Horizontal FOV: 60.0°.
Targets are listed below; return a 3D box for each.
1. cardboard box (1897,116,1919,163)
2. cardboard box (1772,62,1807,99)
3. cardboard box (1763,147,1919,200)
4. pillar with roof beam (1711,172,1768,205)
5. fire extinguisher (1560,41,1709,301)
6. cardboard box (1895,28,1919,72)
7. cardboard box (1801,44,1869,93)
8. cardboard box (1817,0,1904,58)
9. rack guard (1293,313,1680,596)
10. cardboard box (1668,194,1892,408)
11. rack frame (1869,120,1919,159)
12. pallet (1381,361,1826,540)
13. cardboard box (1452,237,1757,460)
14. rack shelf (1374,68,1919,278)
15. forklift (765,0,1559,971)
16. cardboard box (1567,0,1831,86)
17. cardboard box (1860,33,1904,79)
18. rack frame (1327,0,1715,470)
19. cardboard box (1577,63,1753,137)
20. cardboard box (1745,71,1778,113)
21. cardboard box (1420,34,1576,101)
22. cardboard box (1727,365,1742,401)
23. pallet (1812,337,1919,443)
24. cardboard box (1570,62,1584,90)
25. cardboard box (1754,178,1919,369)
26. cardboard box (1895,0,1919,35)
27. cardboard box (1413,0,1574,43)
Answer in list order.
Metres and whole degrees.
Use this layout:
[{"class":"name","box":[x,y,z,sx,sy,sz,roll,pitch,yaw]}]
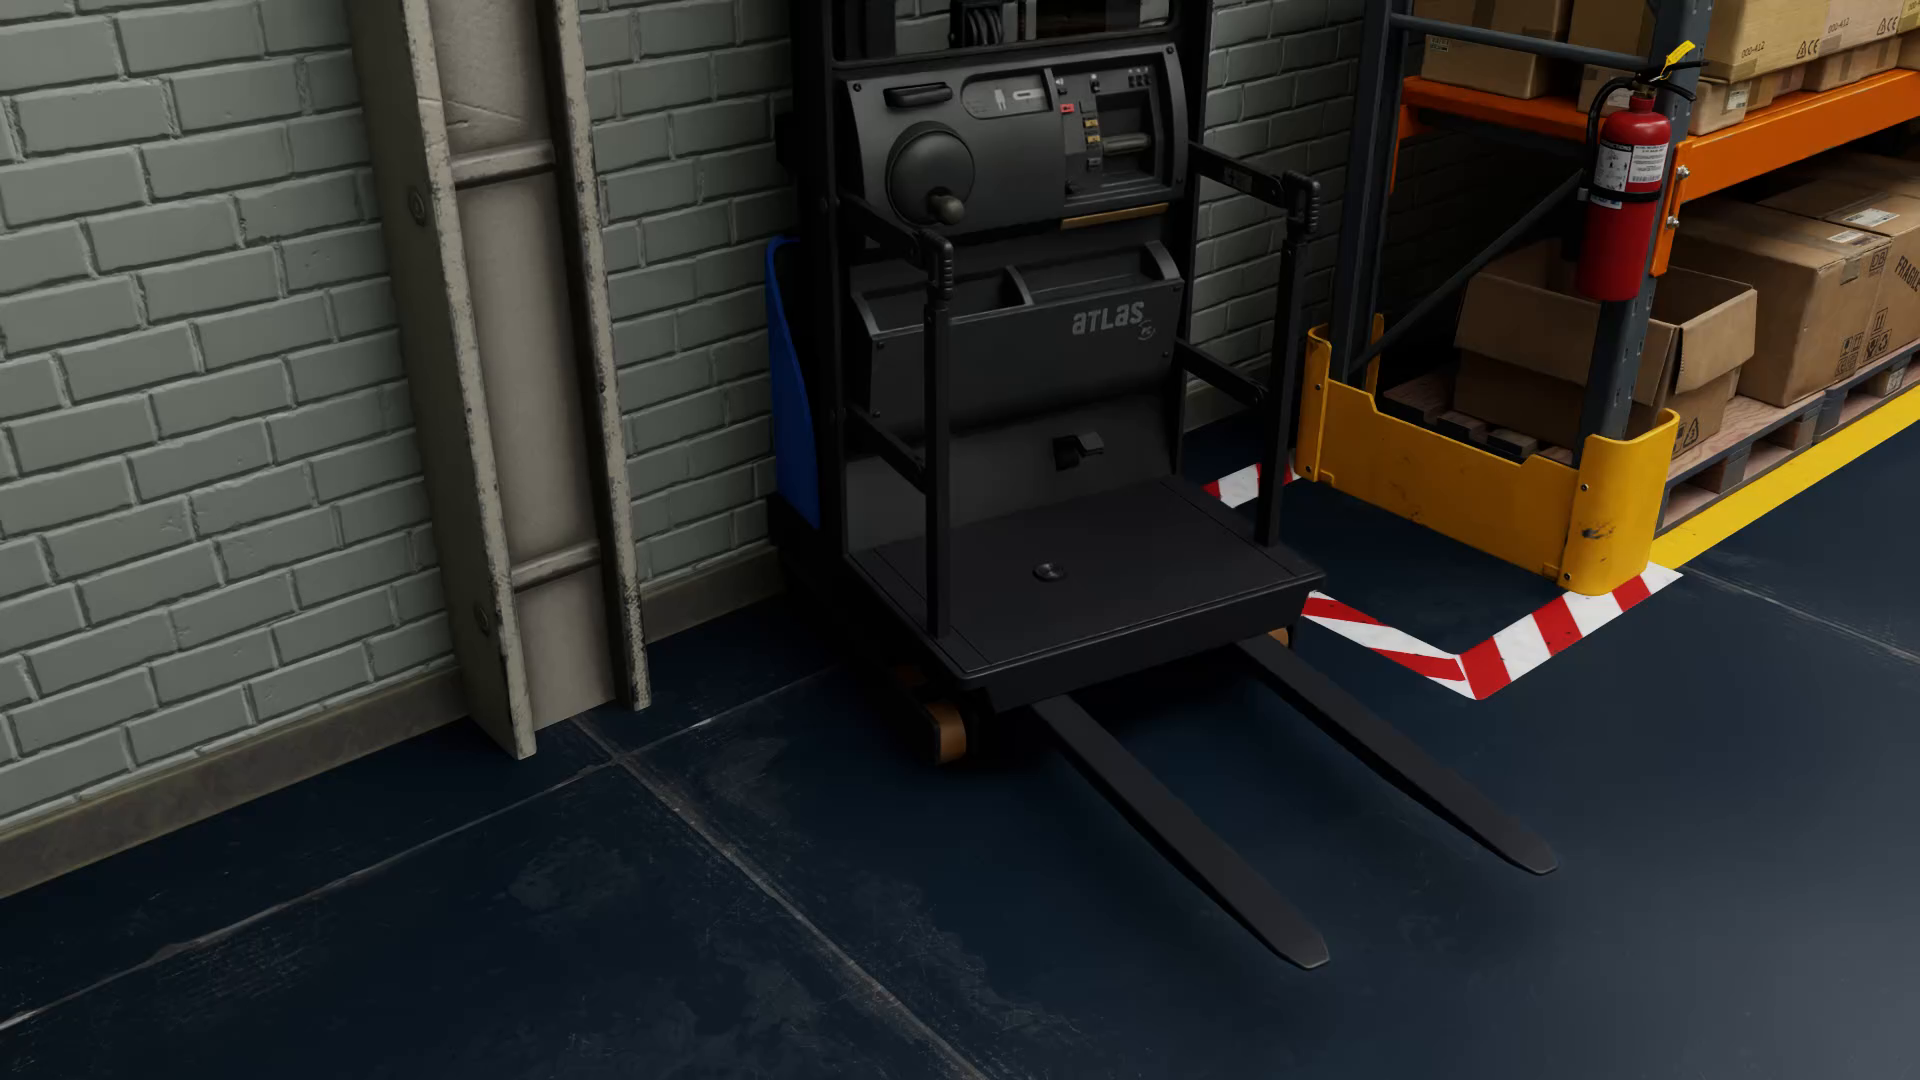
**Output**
[{"class":"cardboard box","box":[4.792,-1.945,7.913,0.500,0.500,0.500,-22,35,-35]},{"class":"cardboard box","box":[2.337,-1.461,5.067,0.250,0.149,0.380,-22,35,-36]},{"class":"cardboard box","box":[3.560,-1.183,6.488,0.500,0.500,0.700,-23,36,-37]},{"class":"pillar with roof beam","box":[6.290,-3.818,2.847,0.400,9.000,9.100,-22,35,-35]},{"class":"fire extinguisher","box":[1.756,-0.973,4.365,0.183,0.674,0.296,-22,35,-35]},{"class":"cardboard box","box":[3.008,-1.650,5.421,0.250,0.149,0.380,-23,36,-36]},{"class":"cardboard box","box":[2.569,-1.516,5.171,0.250,0.149,0.380,-21,34,-33]},{"class":"cardboard box","box":[2.471,-1.643,4.986,0.500,0.250,0.500,-21,35,-34]},{"class":"rack guard","box":[1.626,-0.303,5.286,0.348,0.500,1.175,-22,35,-35]},{"class":"cardboard box","box":[2.770,-0.865,5.893,0.500,0.500,0.700,-20,34,-33]},{"class":"rack frame","box":[4.611,-2.606,6.943,0.127,3.000,1.000,-22,35,-35]},{"class":"pallet","box":[2.231,-0.419,5.811,1.213,0.211,1.003,-22,35,-35]},{"class":"cardboard box","box":[2.095,-0.619,5.429,0.637,0.503,0.797,-24,36,-37]},{"class":"rack shelf","box":[3.089,-1.676,5.968,4.000,0.370,1.077,-22,35,-35]},{"class":"forklift","box":[0.260,-0.968,3.951,1.130,2.935,3.031,-14,31,-24]},{"class":"cardboard box","box":[2.088,-1.489,4.698,0.500,0.250,0.500,-22,35,-35]},{"class":"cardboard box","box":[2.767,-1.599,5.326,0.250,0.149,0.380,-21,35,-34]},{"class":"rack frame","box":[1.568,-1.382,4.653,0.127,3.000,1.000,-22,35,-35]},{"class":"cardboard box","box":[1.996,-1.273,4.717,0.250,0.149,0.380,-22,35,-35]},{"class":"cardboard box","box":[2.159,-1.368,4.893,0.250,0.149,0.380,-21,35,-34]},{"class":"cardboard box","box":[1.646,-1.469,5.082,0.250,0.149,0.380,-22,35,-35]},{"class":"cardboard box","box":[2.443,-0.579,5.730,0.250,0.149,0.380,-24,36,-37]},{"class":"pallet","box":[3.159,-0.791,6.506,1.213,0.211,1.003,-22,35,-35]},{"class":"cardboard box","box":[1.879,-1.524,5.186,0.250,0.149,0.380,-21,34,-34]},{"class":"cardboard box","box":[3.237,-0.991,6.129,0.500,0.500,0.500,-21,35,-34]},{"class":"cardboard box","box":[2.855,-1.800,5.279,0.500,0.250,0.500,-23,36,-36]},{"class":"cardboard box","box":[1.745,-1.683,5.060,0.500,0.250,0.500,-21,34,-34]}]
